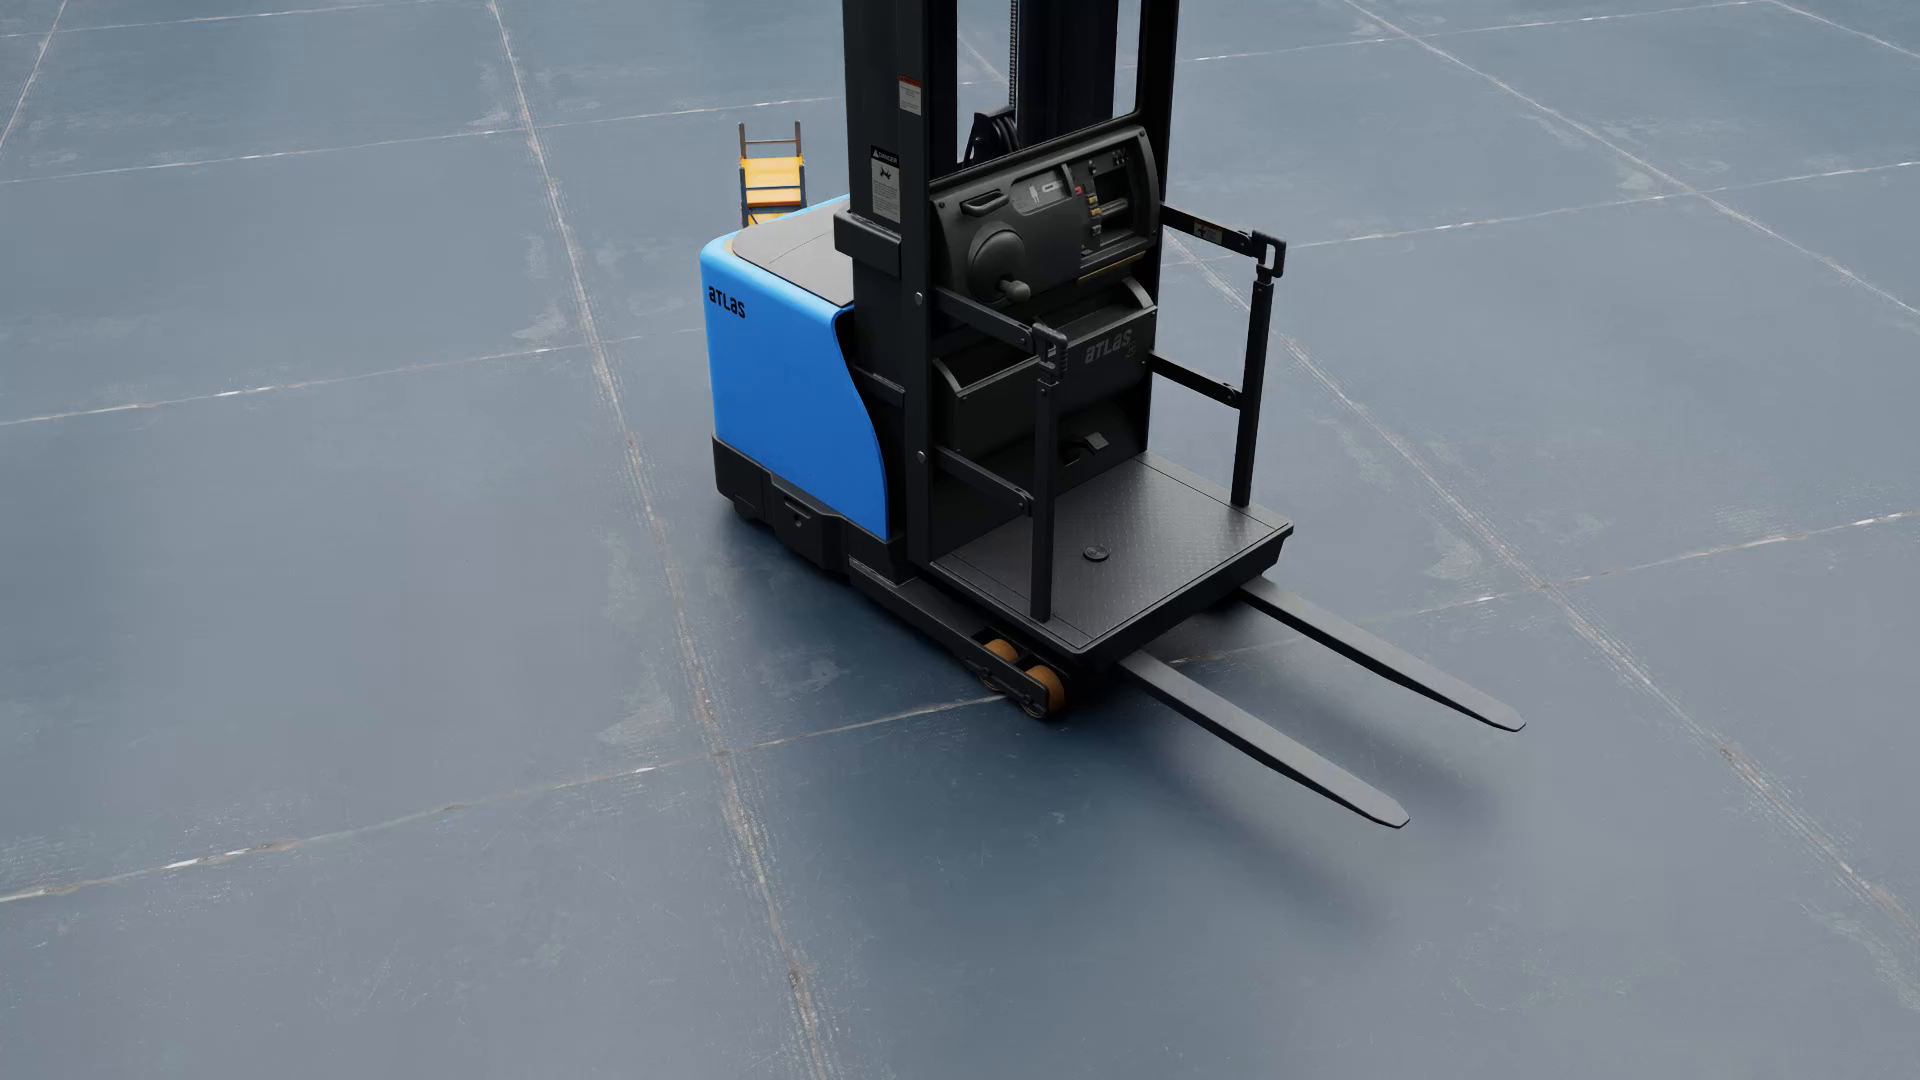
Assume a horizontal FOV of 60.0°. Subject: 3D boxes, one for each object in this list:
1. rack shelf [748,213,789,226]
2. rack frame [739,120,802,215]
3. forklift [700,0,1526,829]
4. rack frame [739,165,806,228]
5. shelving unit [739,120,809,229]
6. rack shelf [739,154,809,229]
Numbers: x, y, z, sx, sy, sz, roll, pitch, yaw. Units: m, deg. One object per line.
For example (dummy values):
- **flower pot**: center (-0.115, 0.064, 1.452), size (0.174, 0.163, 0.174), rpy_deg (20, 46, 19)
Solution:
- **rack shelf**: center (-0.726, -1.149, 6.617), size (0.258, 0.148, 0.480), rpy_deg (-4, 34, -5)
- **rack frame**: center (-0.754, -1.152, 6.906), size (0.240, 1.200, 0.015), rpy_deg (-4, 34, -5)
- **forklift**: center (0.431, -0.969, 5.058), size (1.130, 2.935, 3.031), rpy_deg (-27, 42, -35)
- **rack frame**: center (-0.699, -0.885, 6.501), size (0.240, 1.200, 0.015), rpy_deg (-4, 34, -5)
- **shelving unit**: center (-0.726, -1.019, 6.703), size (0.258, 1.200, 0.503), rpy_deg (-4, 34, -5)
- **rack shelf**: center (-0.726, -1.347, 6.487), size (0.258, 0.148, 0.480), rpy_deg (-4, 34, -5)
